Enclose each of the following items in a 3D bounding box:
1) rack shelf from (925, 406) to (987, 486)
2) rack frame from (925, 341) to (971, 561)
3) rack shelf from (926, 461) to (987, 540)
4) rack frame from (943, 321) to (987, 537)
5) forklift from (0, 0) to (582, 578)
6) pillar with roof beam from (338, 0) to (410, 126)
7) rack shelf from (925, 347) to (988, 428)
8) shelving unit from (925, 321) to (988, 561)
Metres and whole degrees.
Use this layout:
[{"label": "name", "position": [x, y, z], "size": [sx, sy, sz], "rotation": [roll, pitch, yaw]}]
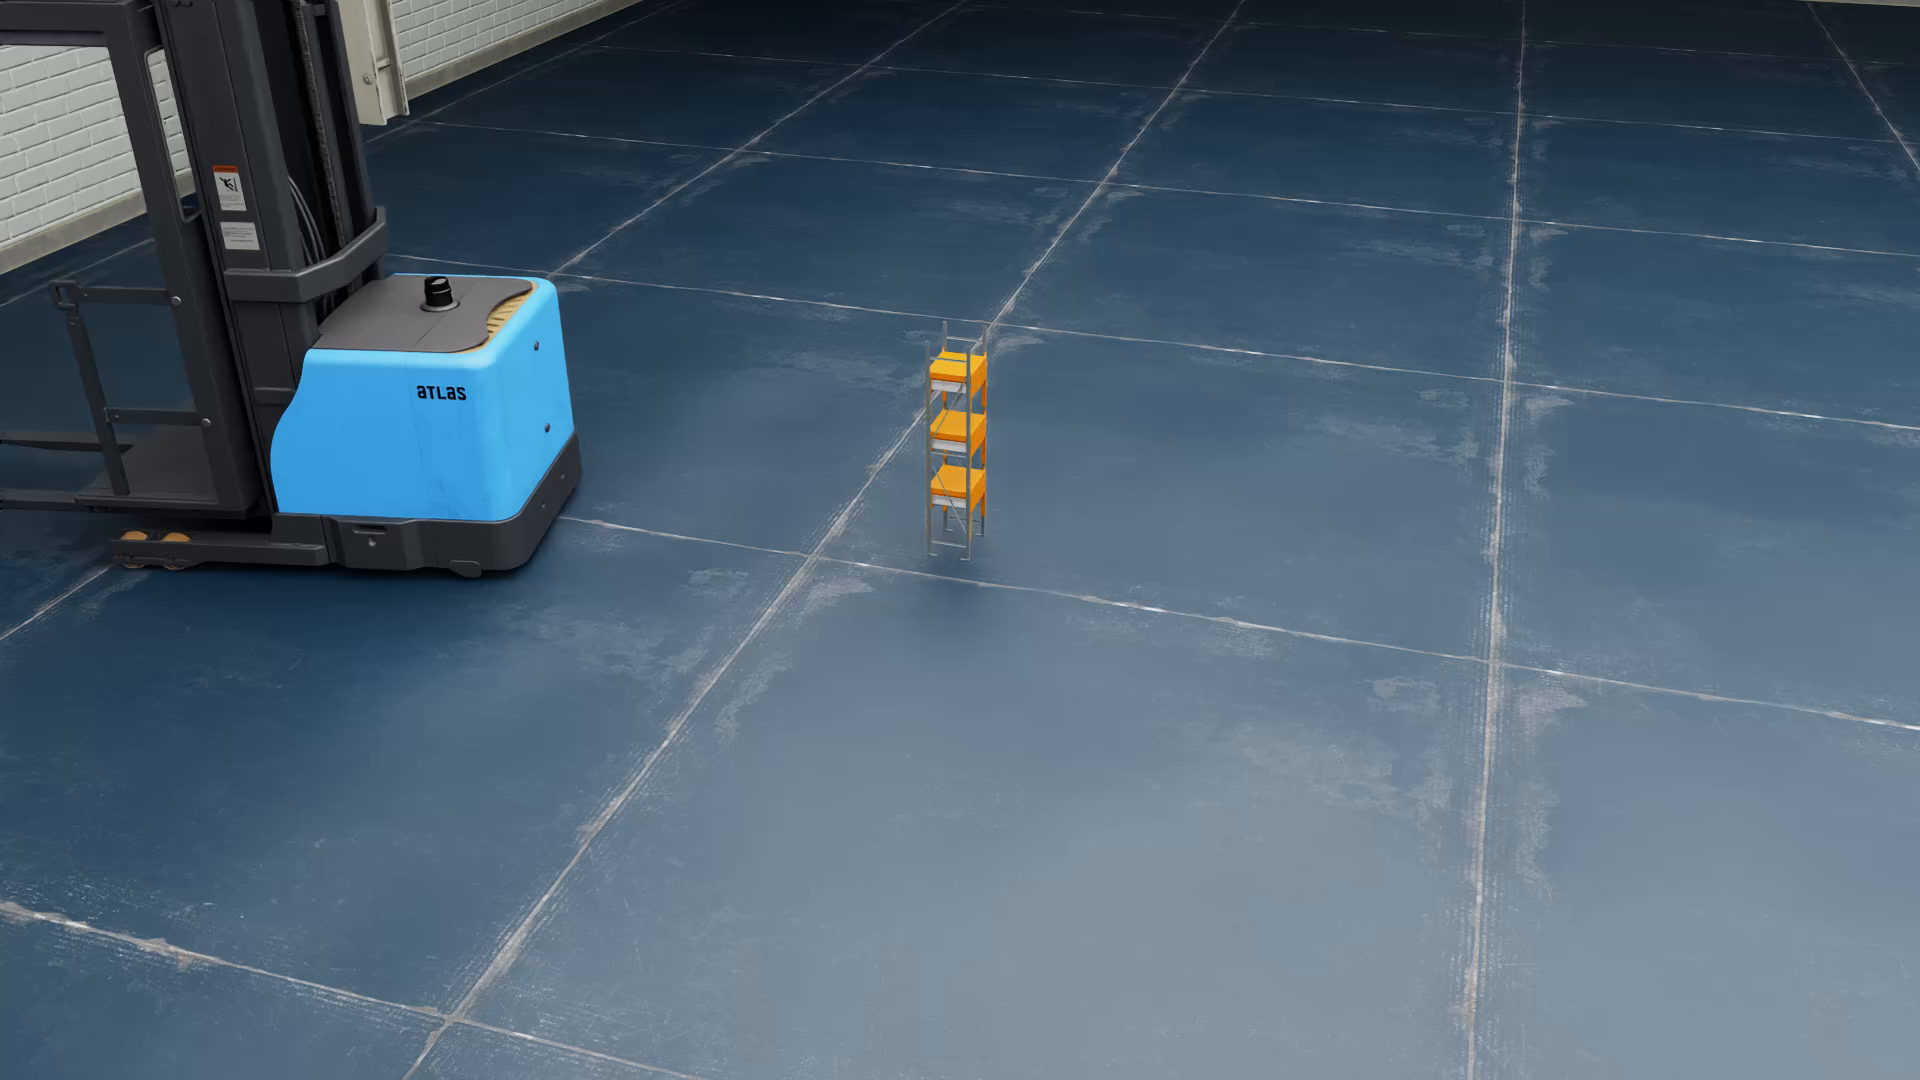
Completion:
[{"label": "rack shelf", "position": [-0.016, -0.425, 7.455], "size": [0.215, 0.259, 0.240], "rotation": [8, 30, 15]}, {"label": "rack frame", "position": [-0.052, -0.377, 7.348], "size": [0.200, 1.050, 0.008], "rotation": [8, 30, 15]}, {"label": "rack shelf", "position": [-0.016, -0.182, 7.590], "size": [0.215, 0.259, 0.240], "rotation": [8, 30, 15]}, {"label": "rack frame", "position": [0.020, -0.491, 7.552], "size": [0.200, 1.050, 0.008], "rotation": [8, 30, 15]}, {"label": "forklift", "position": [-3.405, -1.396, 7.245], "size": [3.031, 2.935, 1.130], "rotation": [2, 29, 4]}, {"label": "pillar with roof beam", "position": [-0.842, -6.932, 10.955], "size": [9.100, 9.000, 0.400], "rotation": [8, 30, 15]}, {"label": "rack shelf", "position": [-0.016, -0.673, 7.317], "size": [0.215, 0.259, 0.240], "rotation": [8, 30, 15]}, {"label": "shelving unit", "position": [-0.016, -0.434, 7.450], "size": [0.215, 1.050, 0.252], "rotation": [8, 30, 15]}]
